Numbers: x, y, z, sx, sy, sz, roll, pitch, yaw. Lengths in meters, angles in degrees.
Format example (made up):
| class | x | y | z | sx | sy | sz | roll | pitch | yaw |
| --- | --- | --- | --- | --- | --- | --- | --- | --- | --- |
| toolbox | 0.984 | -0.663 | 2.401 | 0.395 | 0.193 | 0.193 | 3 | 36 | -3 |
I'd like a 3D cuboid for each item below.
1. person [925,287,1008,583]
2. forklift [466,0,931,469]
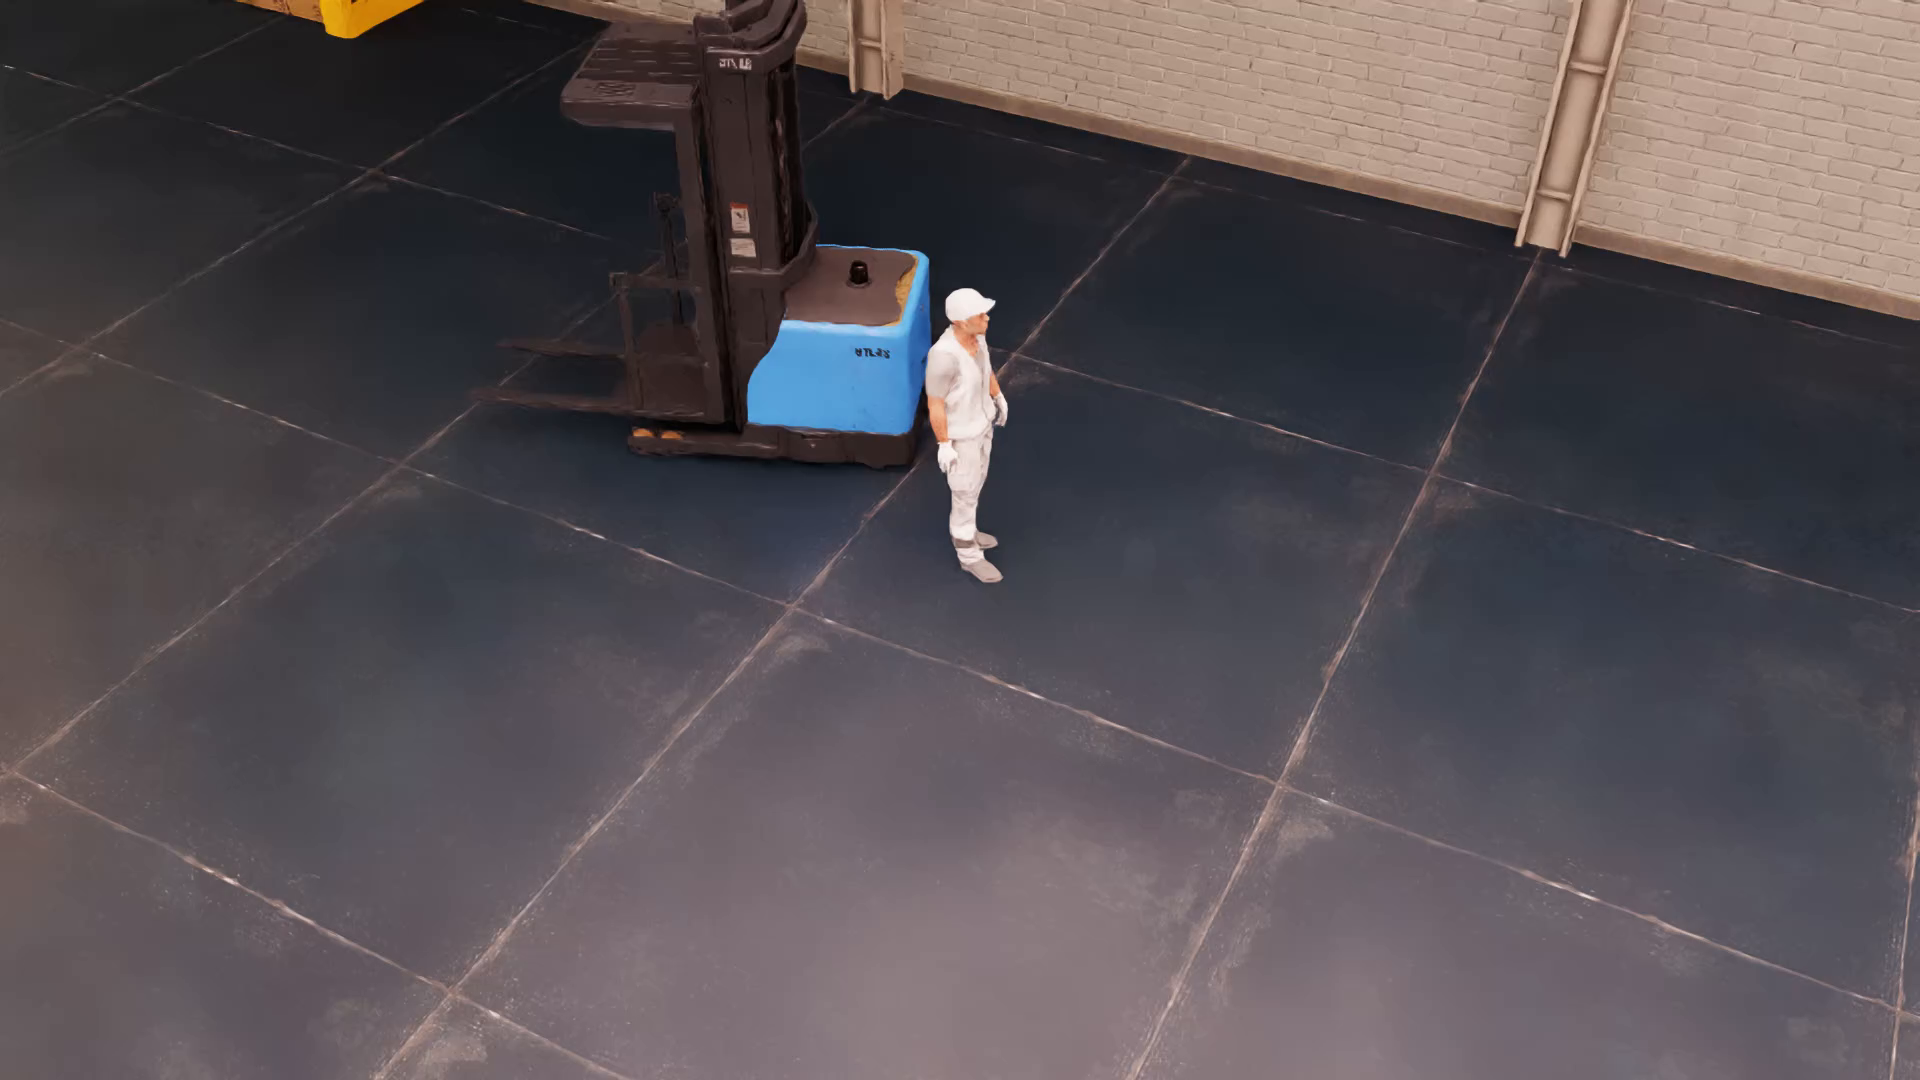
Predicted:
| class | x | y | z | sx | sy | sz | roll | pitch | yaw |
| --- | --- | --- | --- | --- | --- | --- | --- | --- | --- |
| person | 0.112 | -0.644 | 9.641 | 0.531 | 1.791 | 0.678 | 17 | 43 | 19 |
| forklift | -1.741 | -2.001 | 10.362 | 3.031 | 2.935 | 1.130 | 5 | 40 | 6 |
